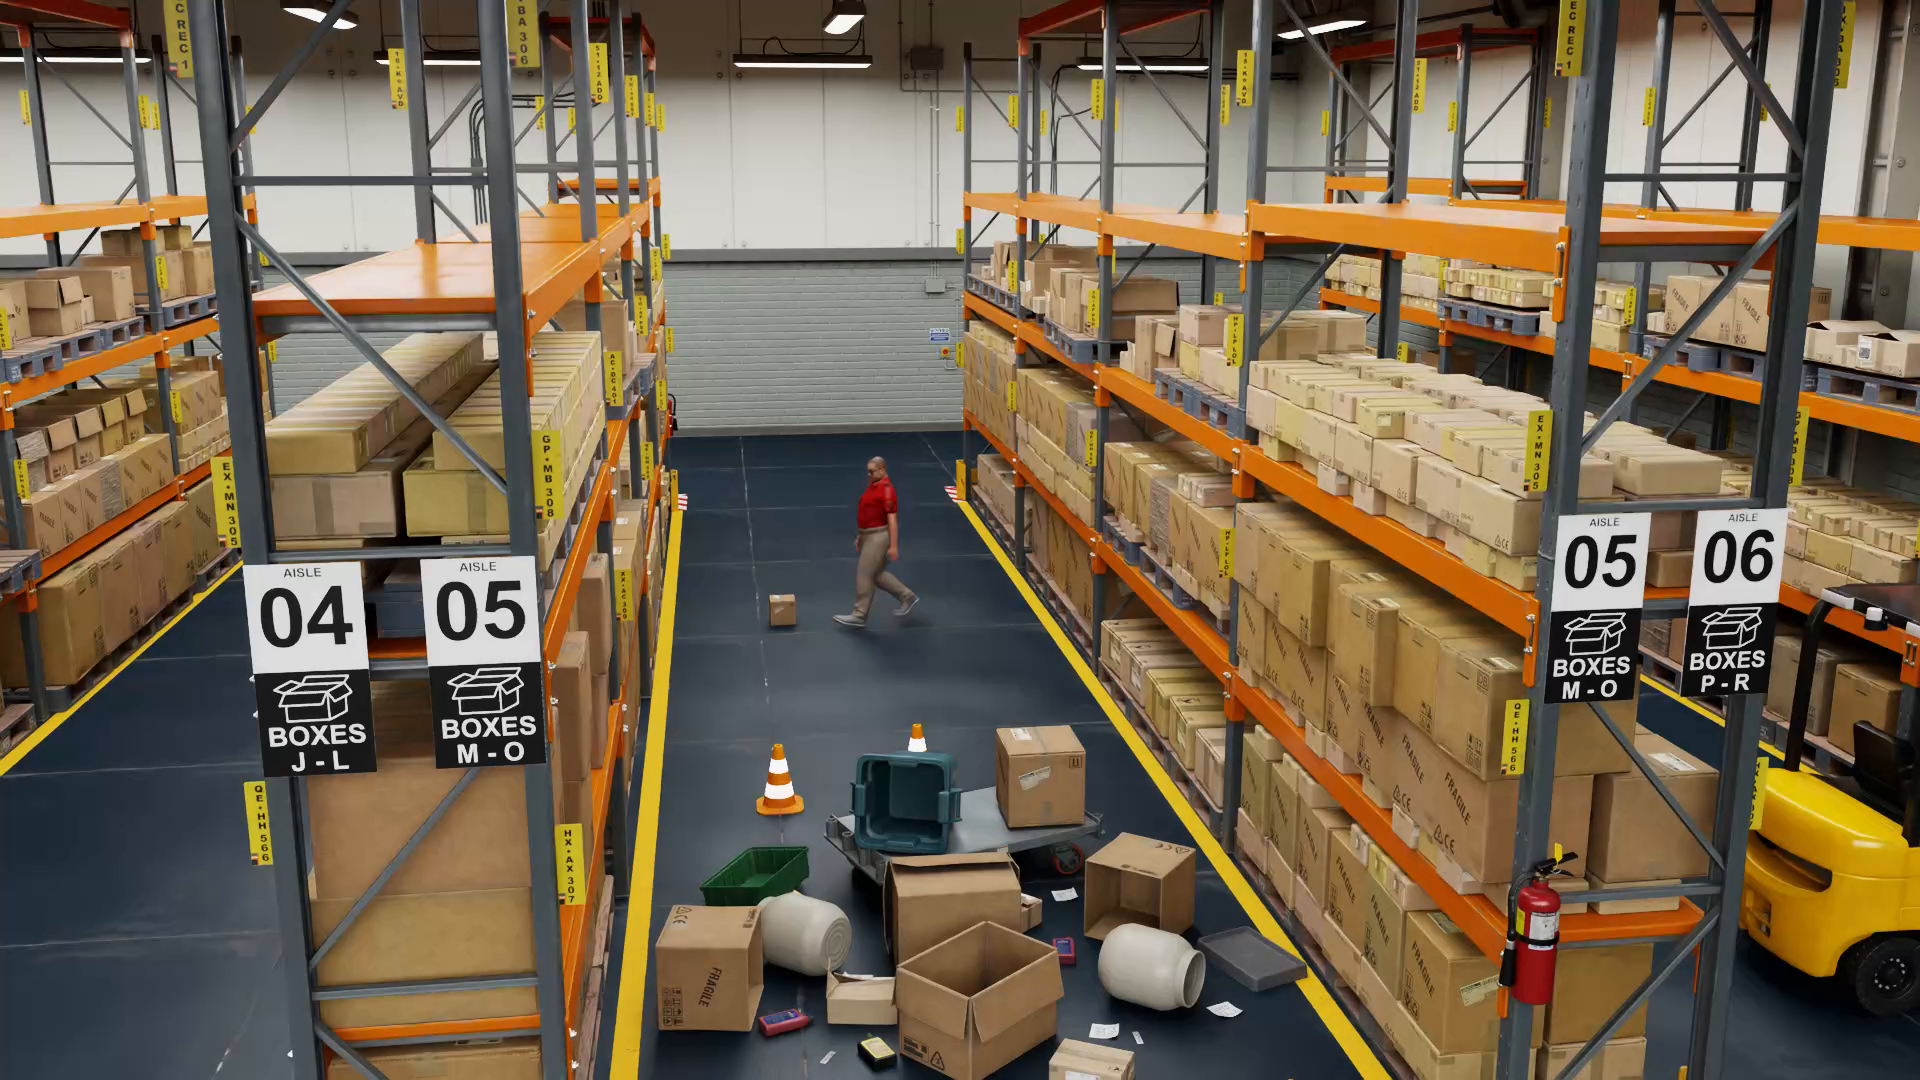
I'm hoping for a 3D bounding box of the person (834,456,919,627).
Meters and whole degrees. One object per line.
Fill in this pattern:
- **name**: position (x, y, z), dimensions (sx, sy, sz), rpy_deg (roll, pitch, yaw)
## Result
- **person**: position (-0.828, 0.010, 16.492), dimensions (0.905, 1.699, 0.582), rpy_deg (-3, 13, -15)
